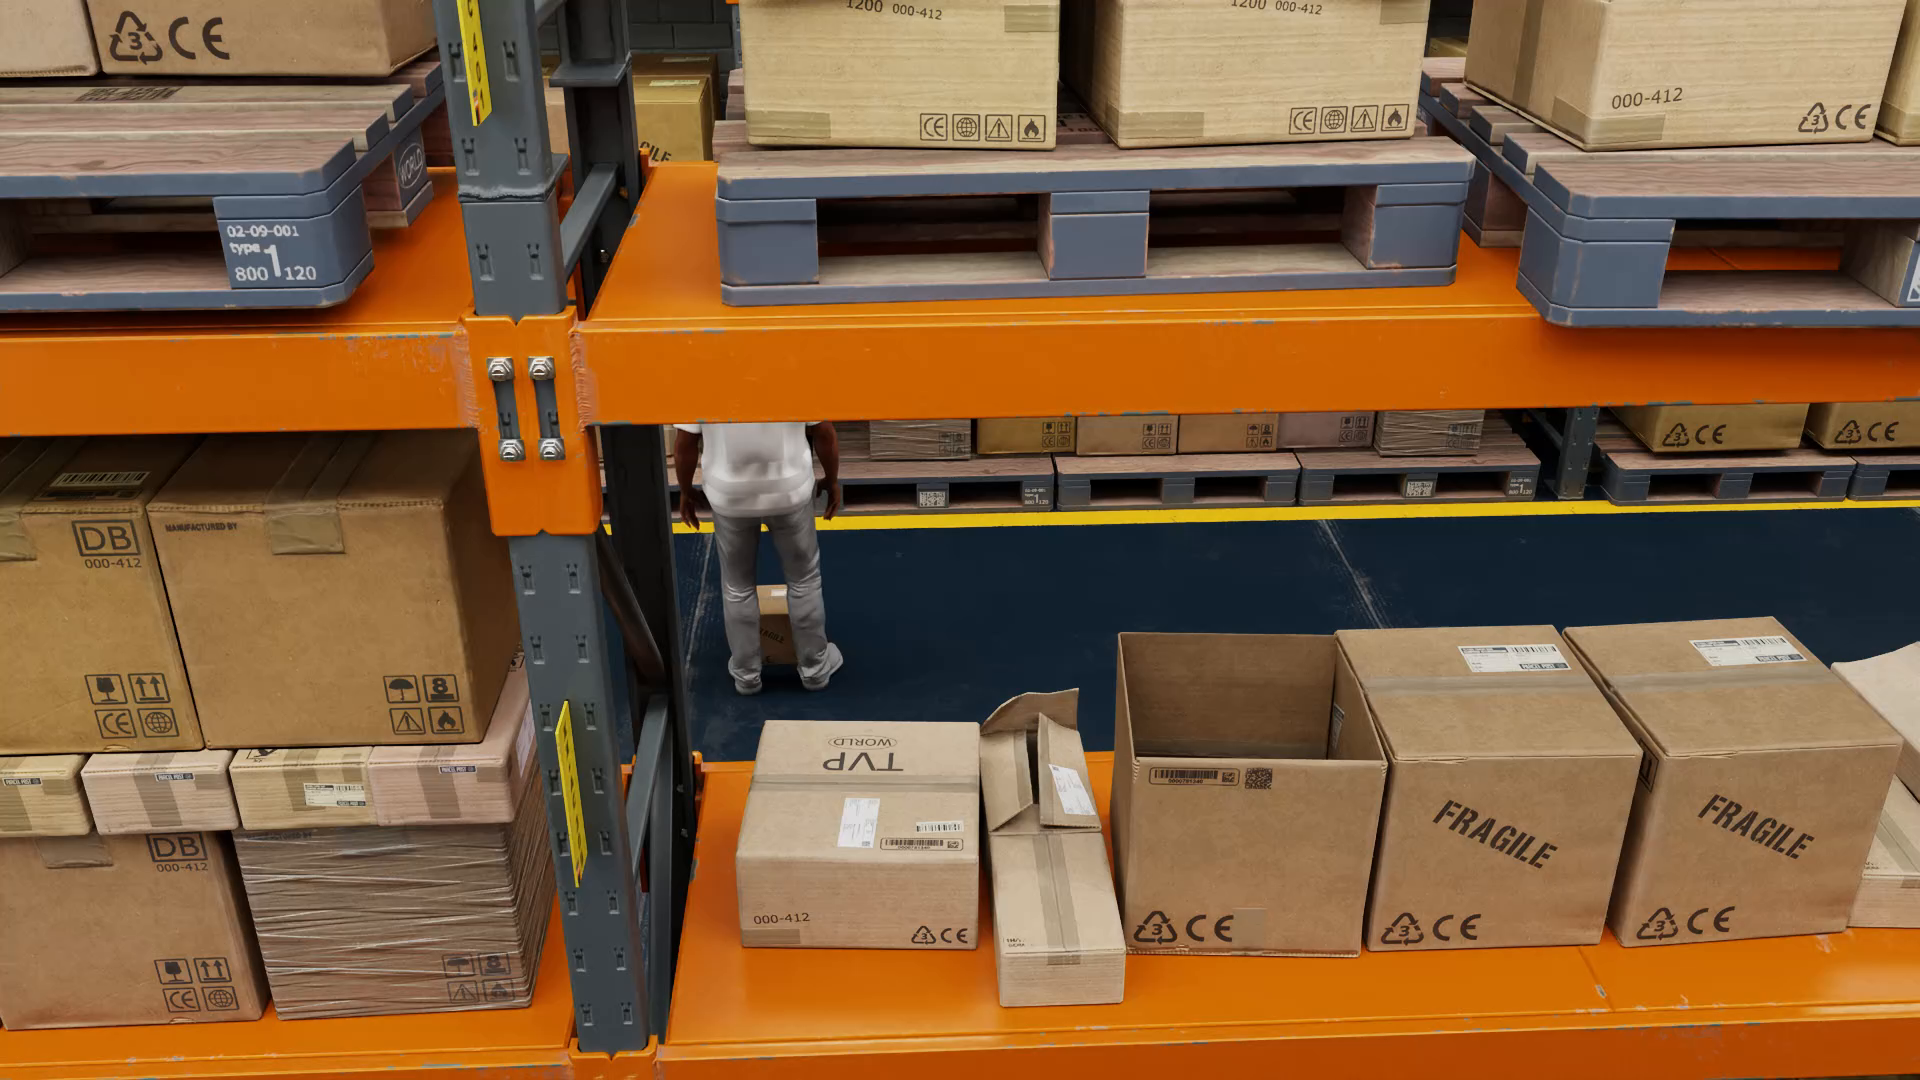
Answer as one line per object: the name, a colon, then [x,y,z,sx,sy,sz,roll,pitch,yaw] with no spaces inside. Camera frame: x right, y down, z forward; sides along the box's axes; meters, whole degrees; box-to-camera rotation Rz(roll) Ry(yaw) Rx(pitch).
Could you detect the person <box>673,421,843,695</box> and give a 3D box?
person: [-0.783,-0.207,6.499,0.635,1.760,0.457,-3,28,-6]
